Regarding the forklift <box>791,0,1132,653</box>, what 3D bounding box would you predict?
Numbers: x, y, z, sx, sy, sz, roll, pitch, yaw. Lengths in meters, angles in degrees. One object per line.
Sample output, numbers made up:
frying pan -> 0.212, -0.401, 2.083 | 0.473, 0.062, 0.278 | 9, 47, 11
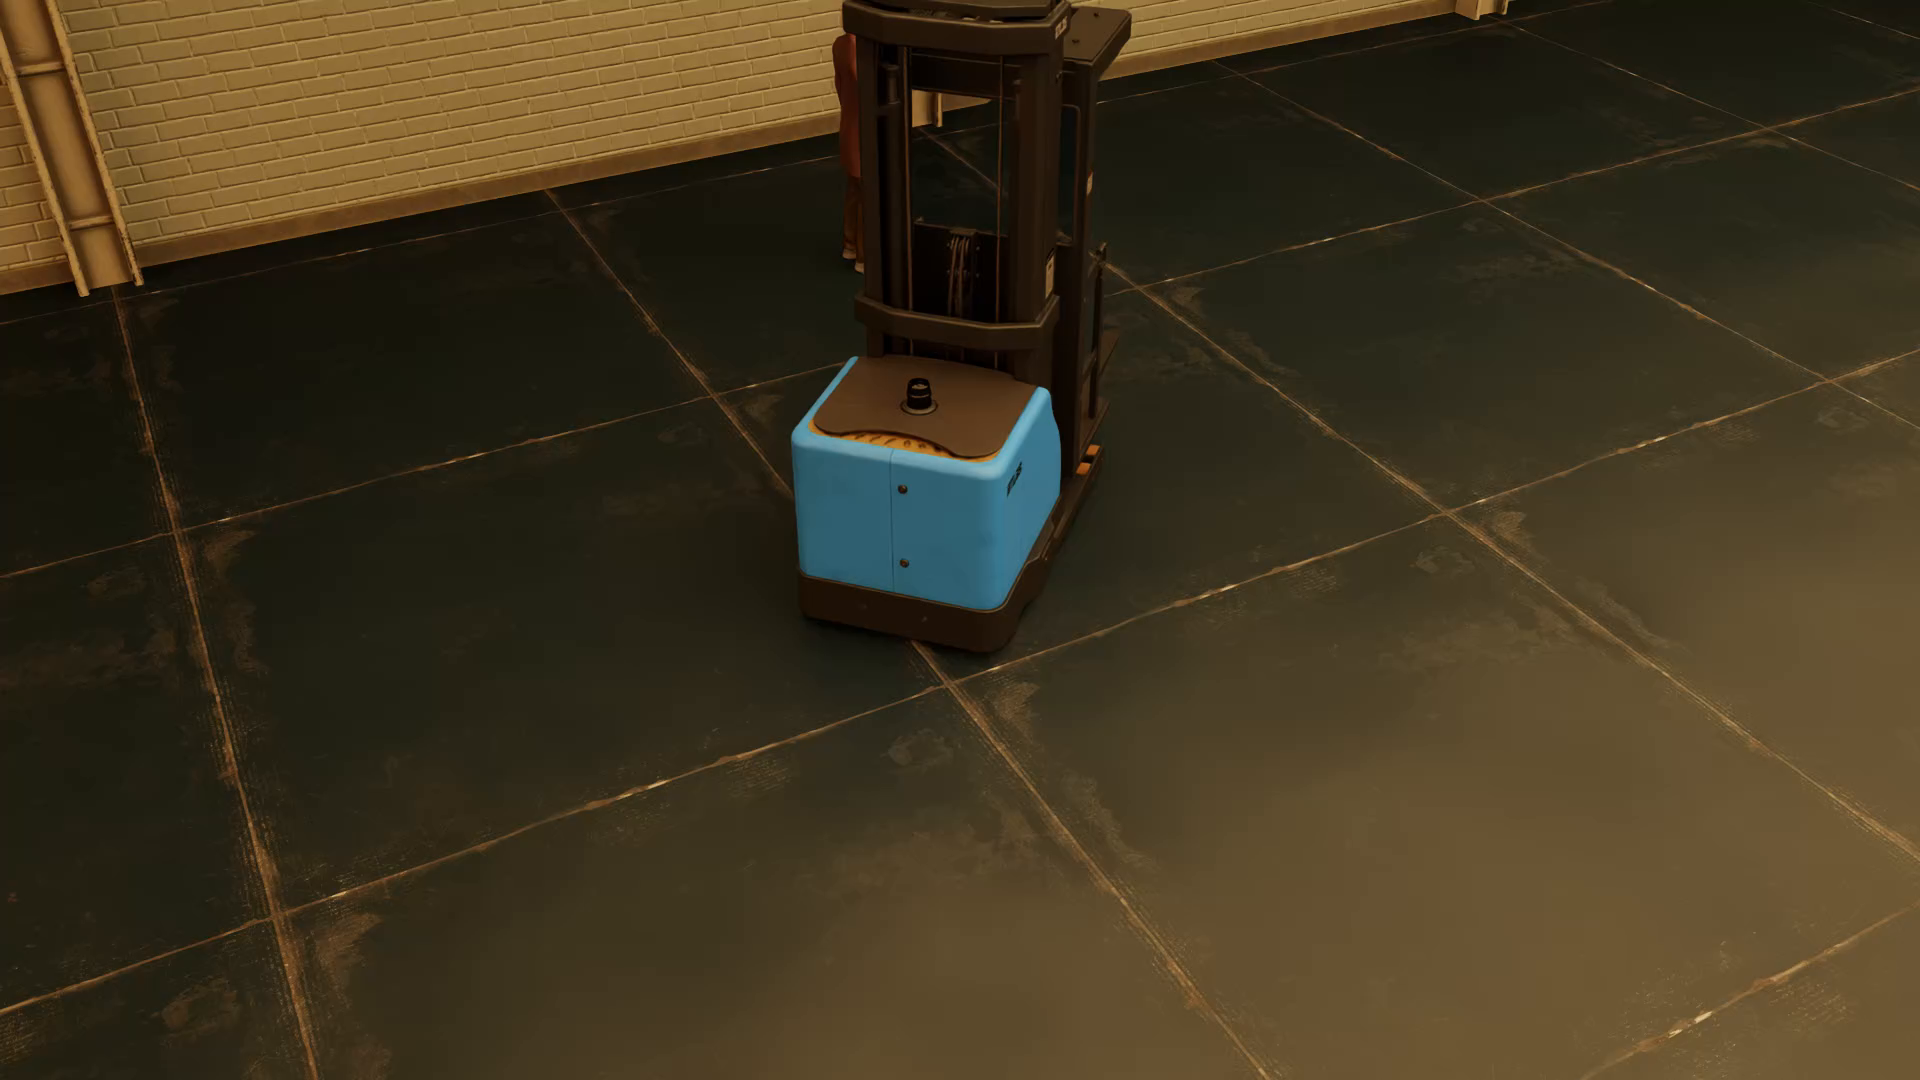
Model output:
forklift -> 0.166, -1.519, 8.271 | 1.130, 2.935, 3.031 | 11, 37, 15

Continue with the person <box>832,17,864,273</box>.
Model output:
person -> -0.591, -2.645, 10.860 | 0.385, 1.783, 0.570 | -12, 37, -16
